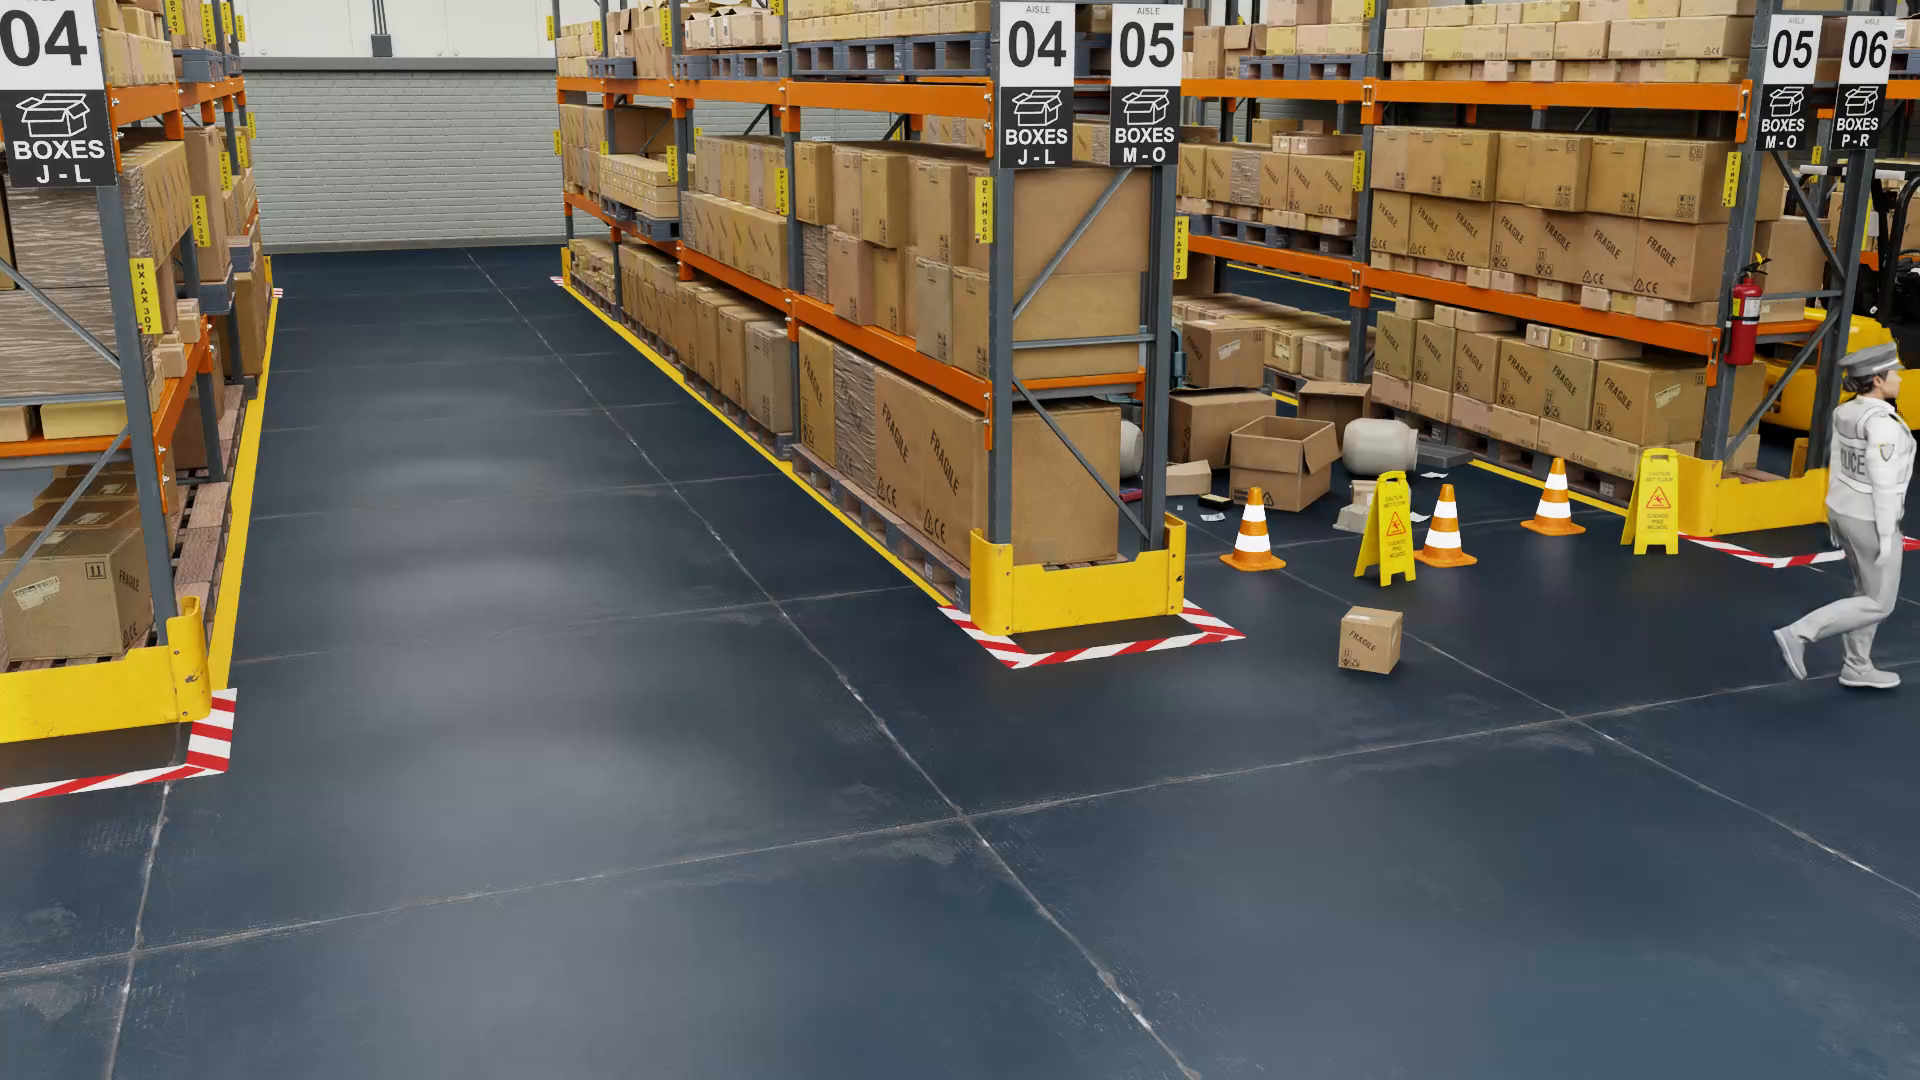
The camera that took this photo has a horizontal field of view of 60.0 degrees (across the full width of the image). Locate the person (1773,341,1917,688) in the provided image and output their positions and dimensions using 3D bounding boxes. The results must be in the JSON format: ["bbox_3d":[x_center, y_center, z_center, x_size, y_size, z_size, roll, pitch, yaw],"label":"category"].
[{"bbox_3d":[4.190,-0.098,7.771,0.672,1.667,0.473,1,16,5],"label":"person"}]
